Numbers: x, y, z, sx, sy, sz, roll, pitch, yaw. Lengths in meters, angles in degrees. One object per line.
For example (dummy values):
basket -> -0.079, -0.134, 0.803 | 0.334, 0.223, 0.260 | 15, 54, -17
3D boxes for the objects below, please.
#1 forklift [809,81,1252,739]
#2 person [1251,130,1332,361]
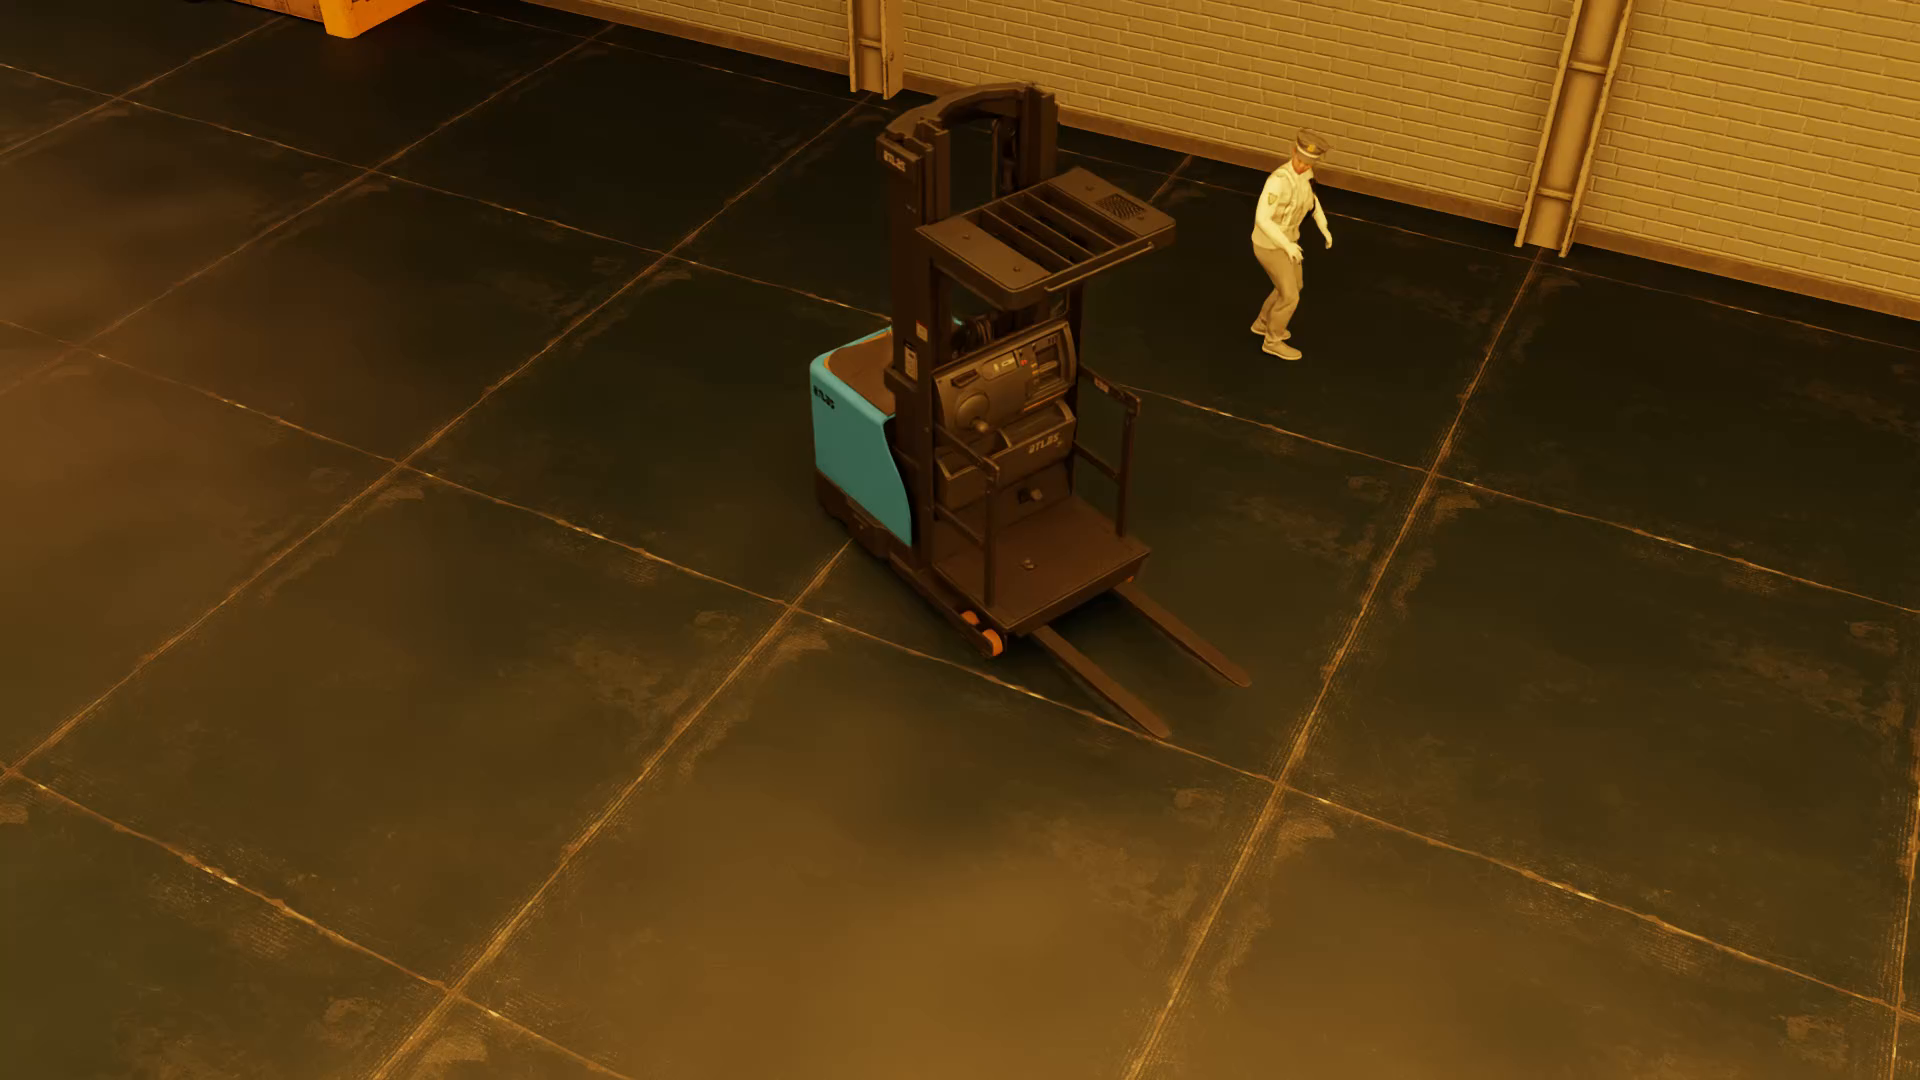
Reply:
forklift -> 0.388, -0.814, 8.953 | 1.130, 2.935, 3.031 | -27, 47, -28
person -> 2.269, -2.038, 11.435 | 0.481, 1.632, 0.712 | 22, 45, 24
